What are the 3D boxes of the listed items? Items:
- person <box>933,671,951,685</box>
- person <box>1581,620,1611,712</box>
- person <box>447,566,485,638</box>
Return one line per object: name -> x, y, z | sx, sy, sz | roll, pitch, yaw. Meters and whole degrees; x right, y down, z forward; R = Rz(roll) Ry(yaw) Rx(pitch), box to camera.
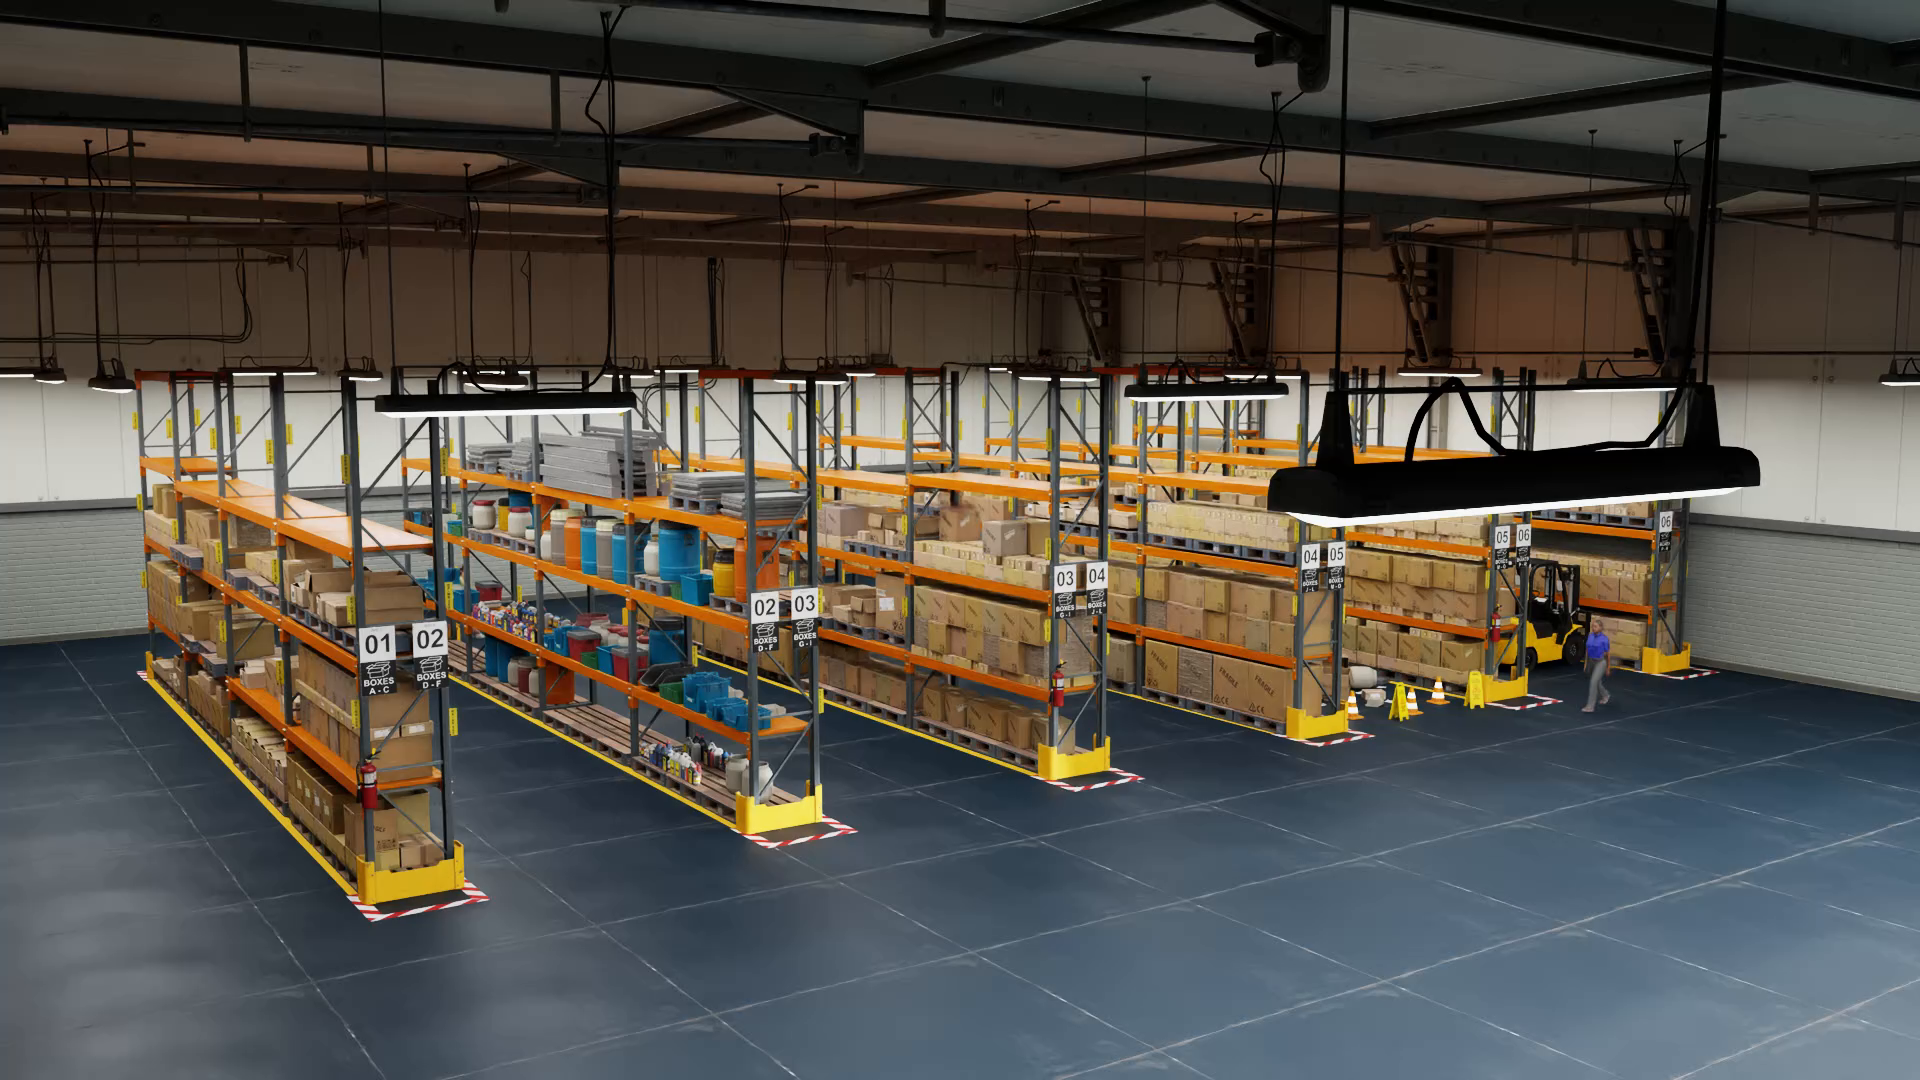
person -> -0.264, 2.001, 30.885 | 0.560, 1.661, 1.078 | -5, 8, -36
person -> 11.293, 2.203, 29.411 | 0.965, 1.610, 0.446 | -4, 8, -33
person -> -10.944, 1.343, 36.883 | 1.097, 1.598, 0.458 | 2, 7, 14
